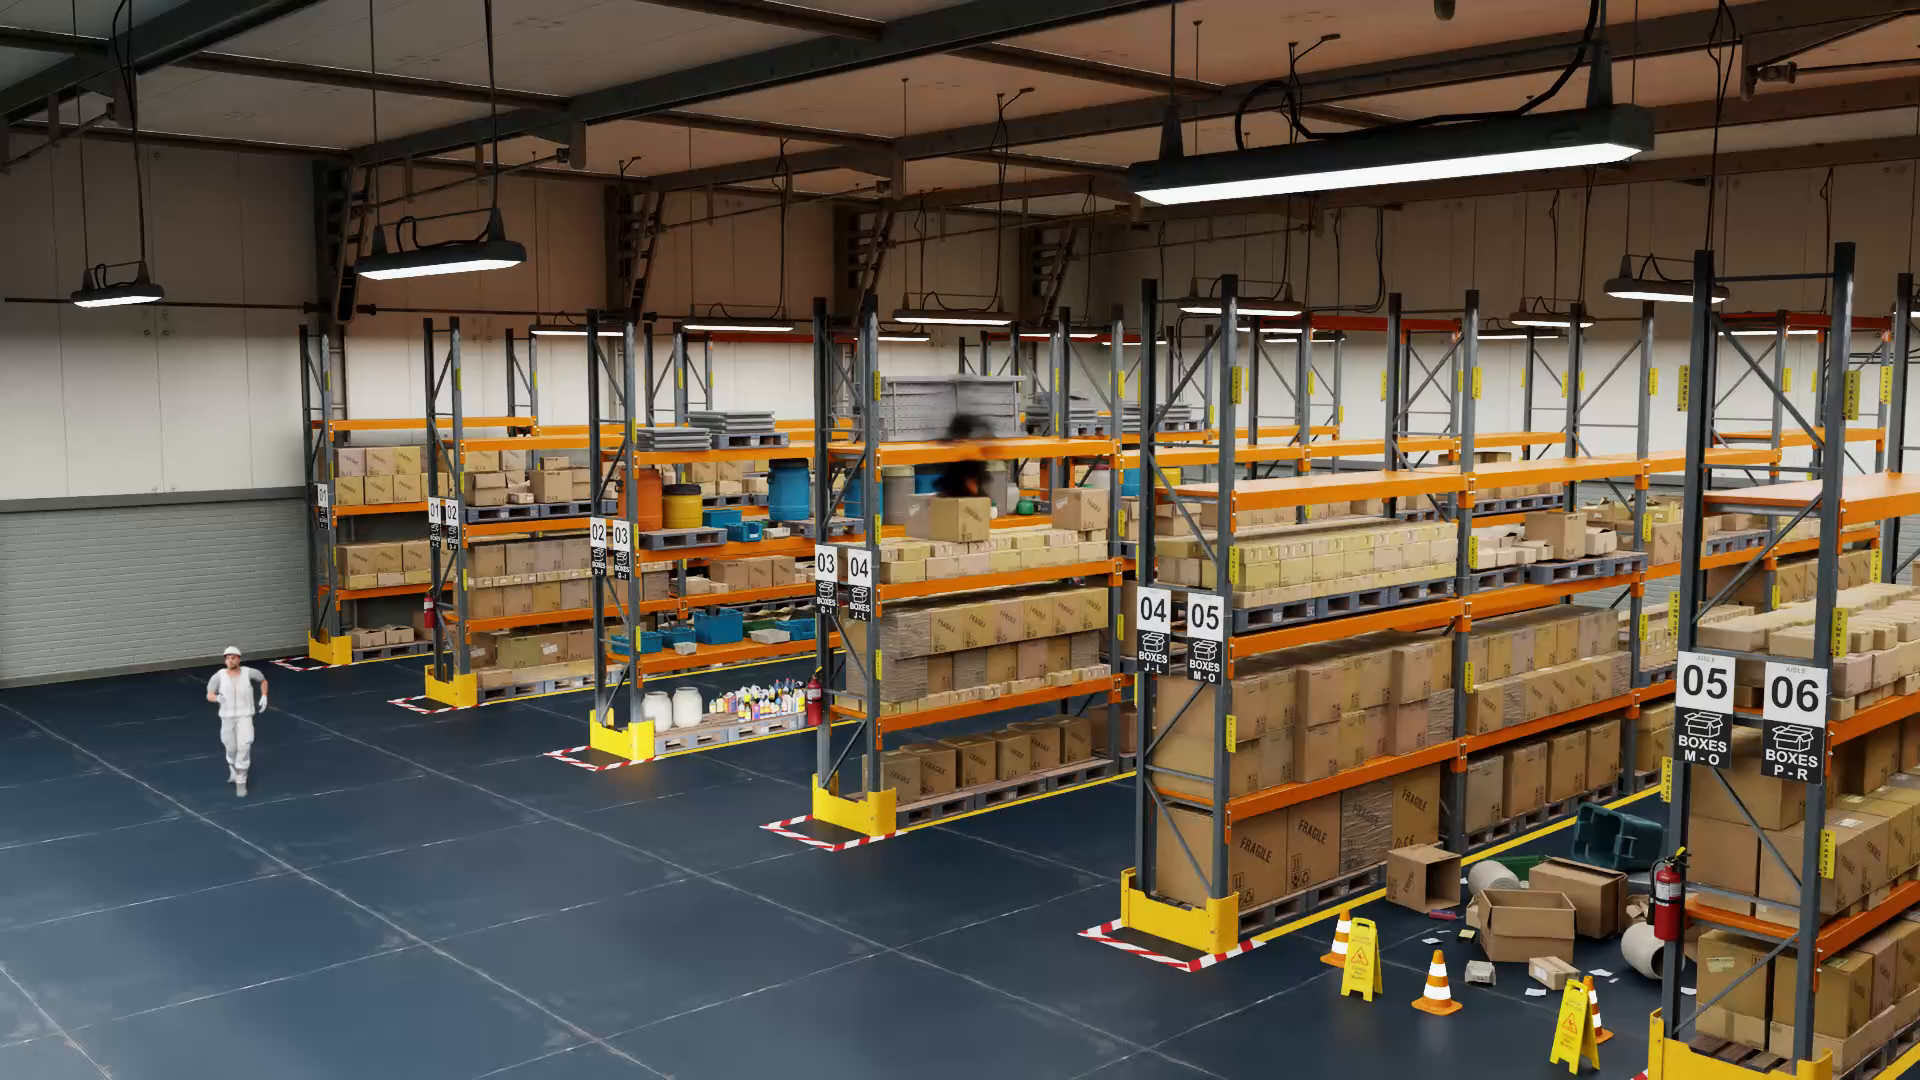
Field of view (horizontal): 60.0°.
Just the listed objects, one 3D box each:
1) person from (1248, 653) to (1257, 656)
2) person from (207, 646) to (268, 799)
[{"bbox_3d":[3.652,2.246,20.499,0.644,1.723,0.734,-6,8,-45],"label":"person"},{"bbox_3d":[-8.912,2.204,20.505,0.669,1.803,0.901,-2,6,-16],"label":"person"}]
